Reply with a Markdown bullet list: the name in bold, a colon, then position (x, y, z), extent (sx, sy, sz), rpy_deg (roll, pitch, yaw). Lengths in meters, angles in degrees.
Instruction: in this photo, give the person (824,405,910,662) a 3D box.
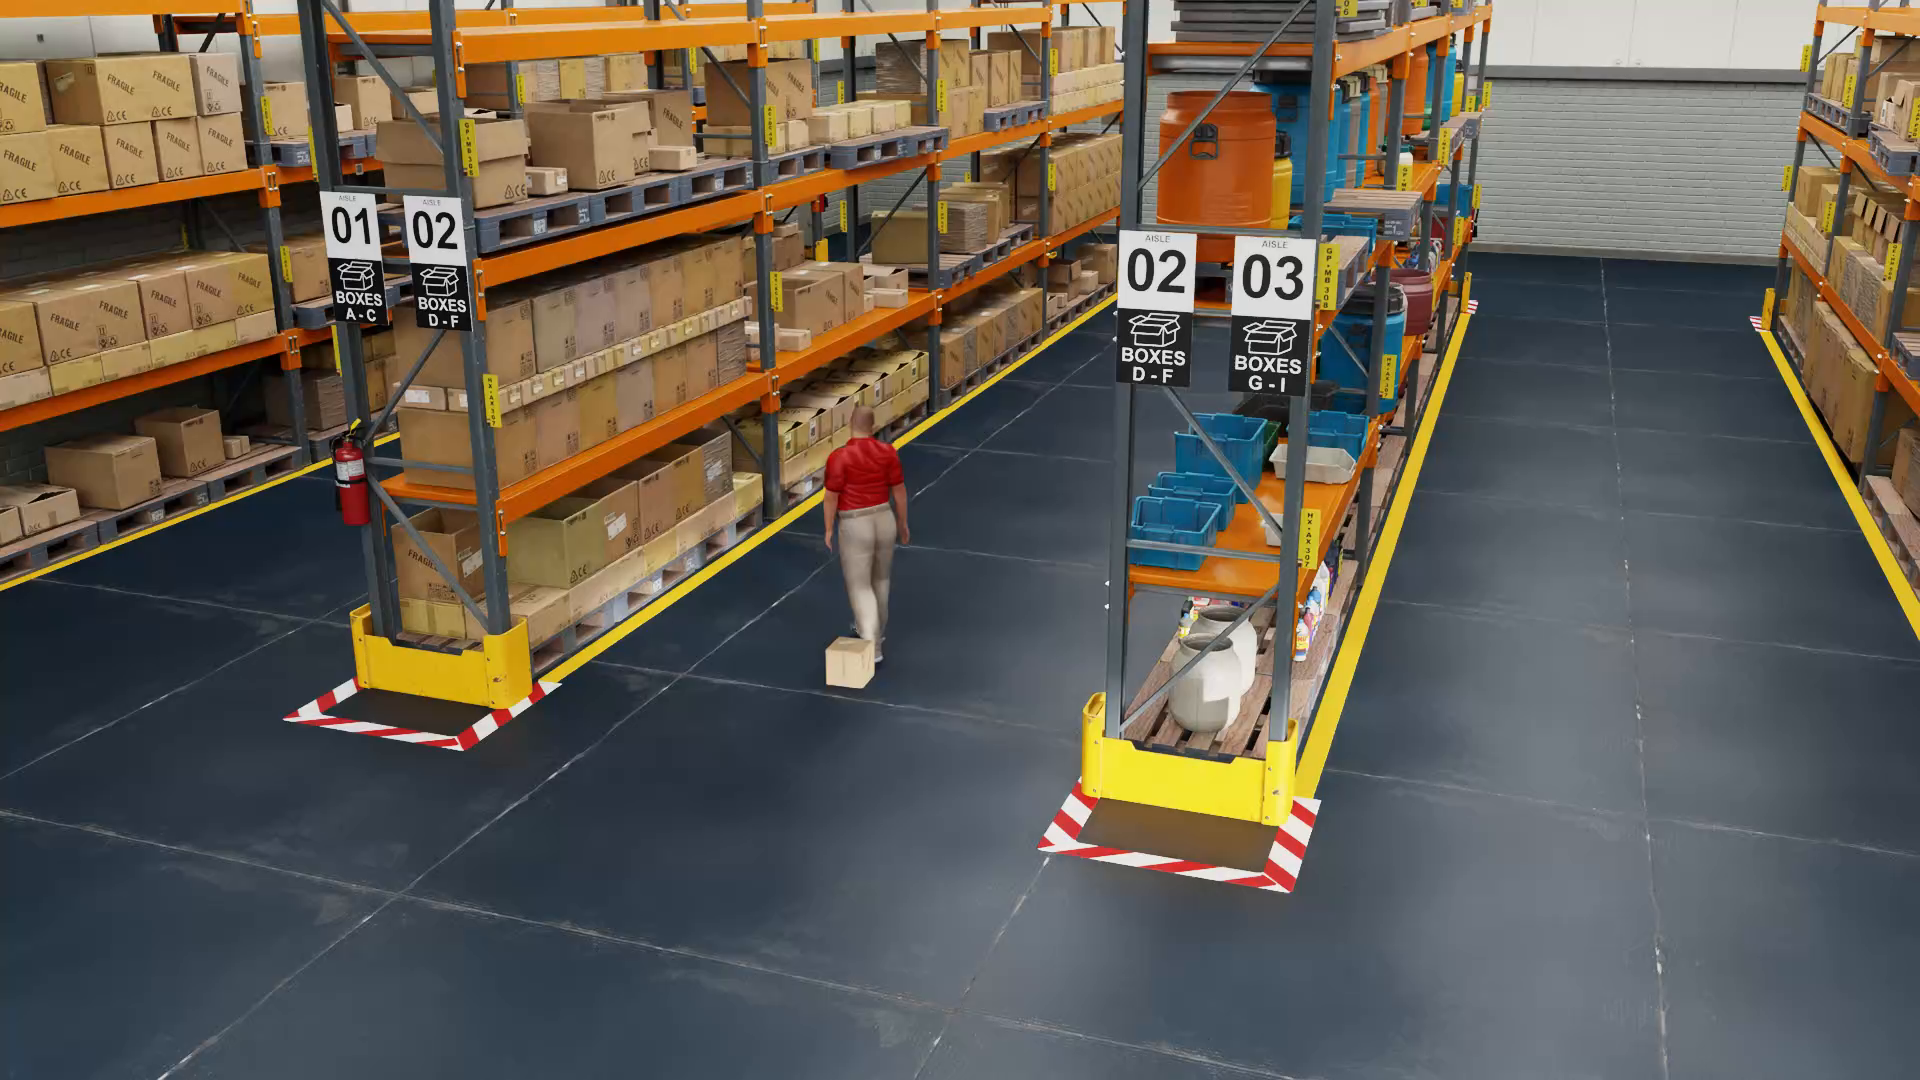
- **person**: position (-0.643, -0.075, 11.245), extent (0.627, 1.712, 0.644), rpy_deg (-13, 22, -34)
